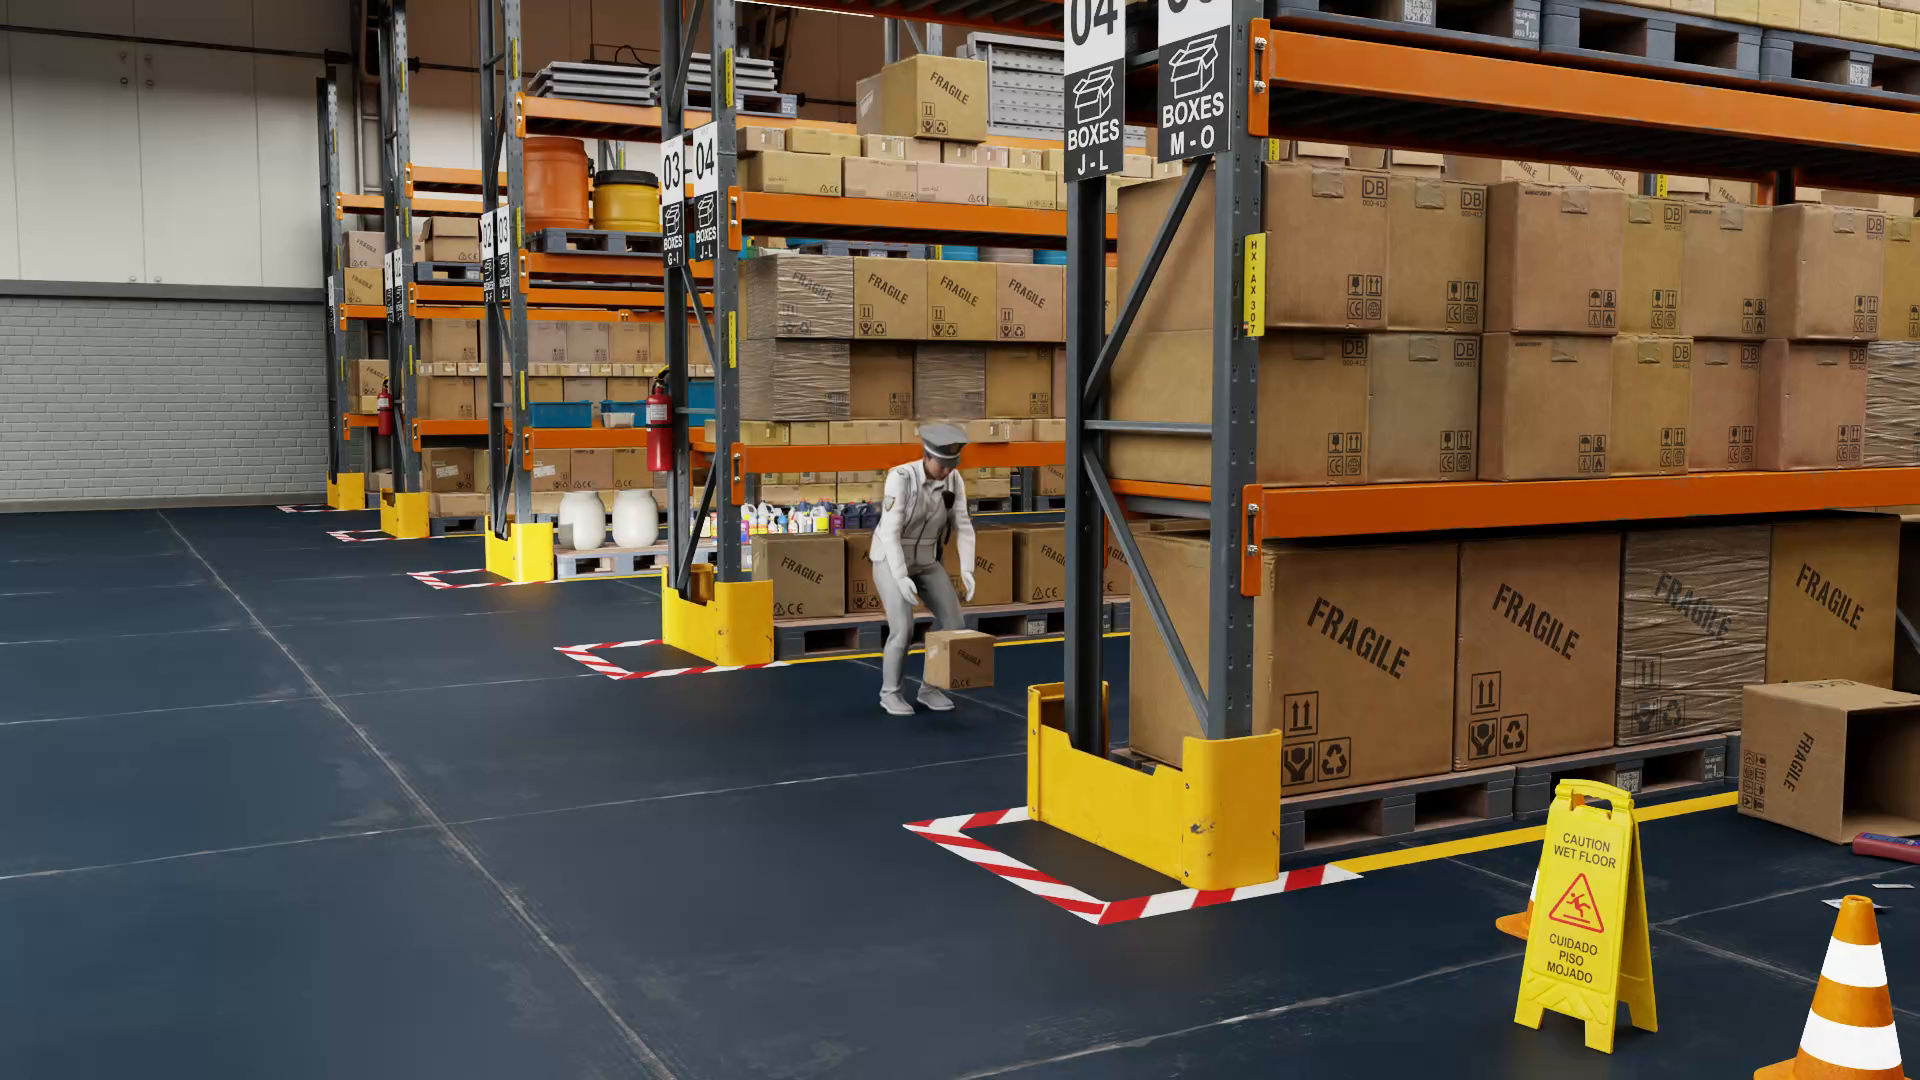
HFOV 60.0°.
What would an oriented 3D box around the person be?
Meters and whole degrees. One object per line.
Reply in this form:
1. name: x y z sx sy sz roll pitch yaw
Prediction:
1. person: -0.178 0.145 8.487 0.532 1.479 0.633 -3 6 -28
